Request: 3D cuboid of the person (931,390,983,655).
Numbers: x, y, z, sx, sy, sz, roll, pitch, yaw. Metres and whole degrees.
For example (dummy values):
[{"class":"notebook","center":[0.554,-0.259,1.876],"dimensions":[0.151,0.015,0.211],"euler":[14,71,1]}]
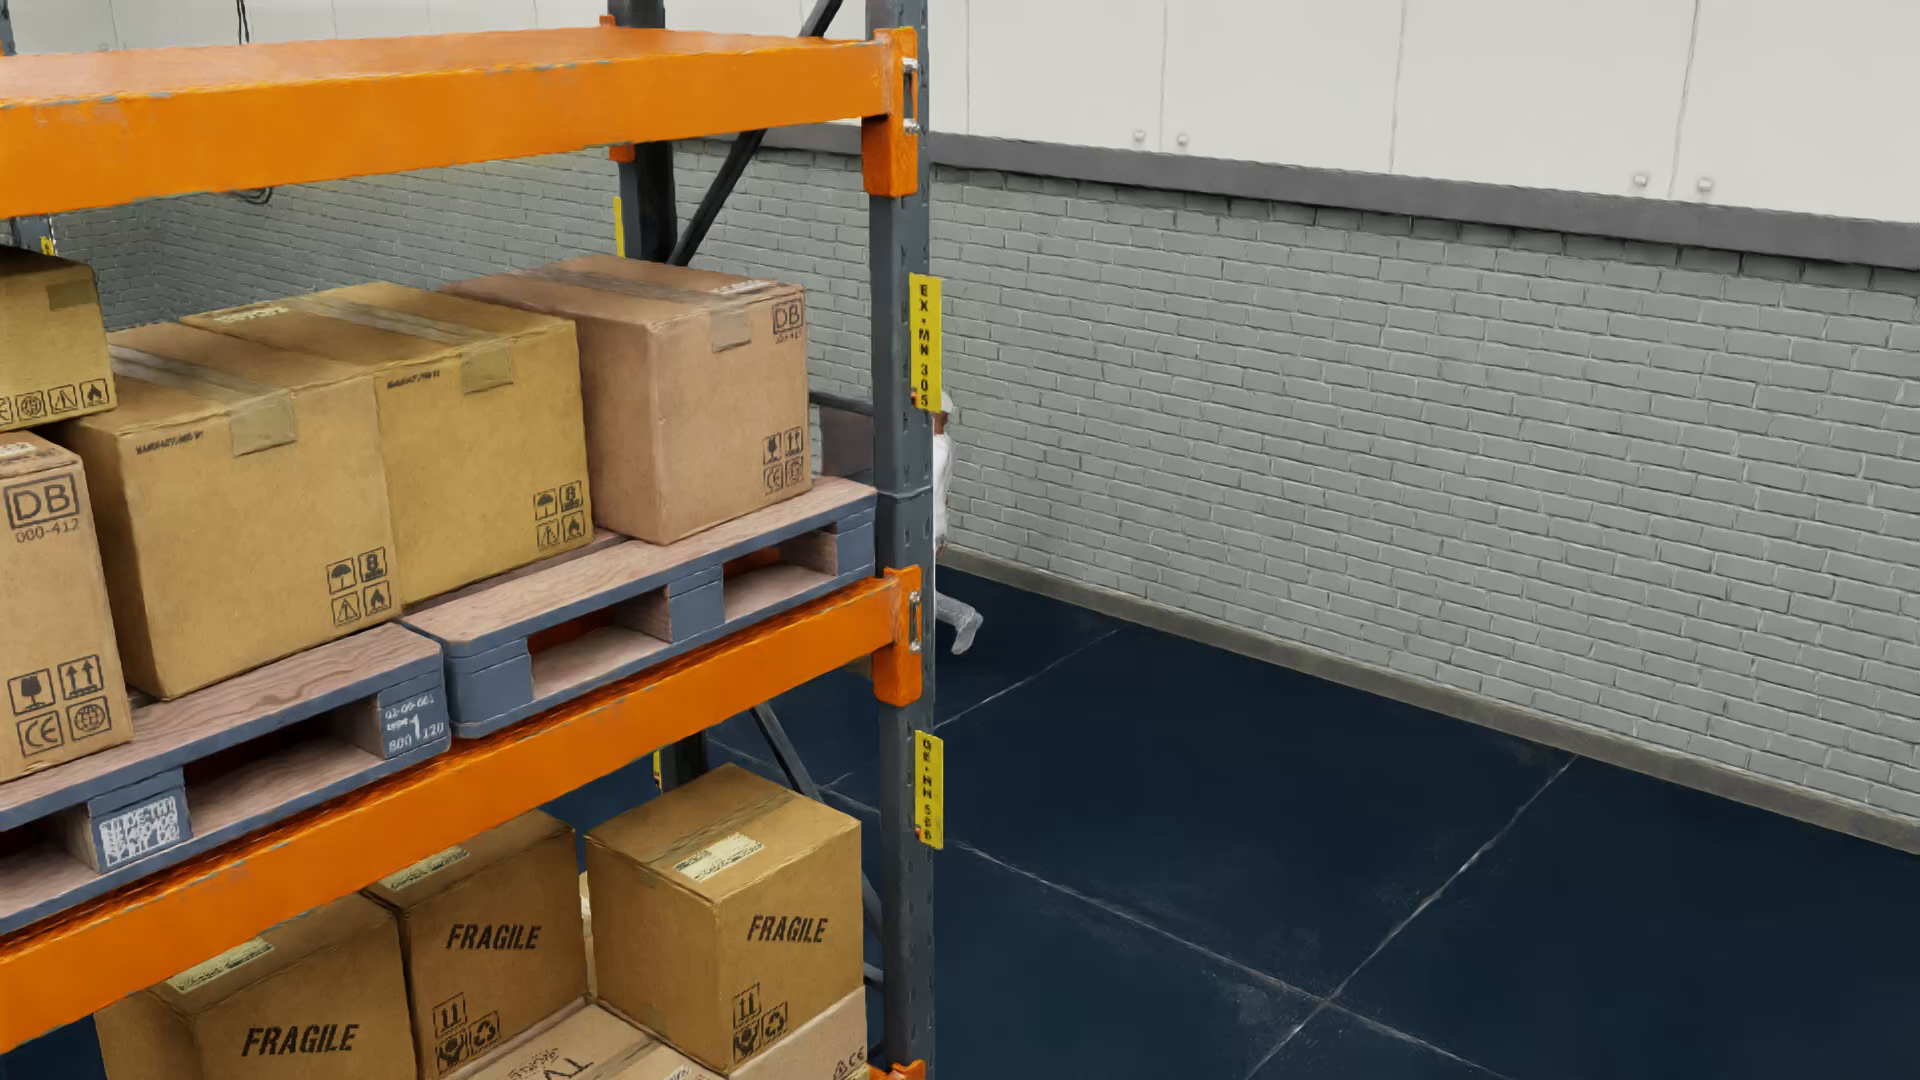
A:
[{"class":"person","center":[-0.231,-0.066,10.288],"dimensions":[0.768,1.717,0.631],"euler":[1,20,4]}]
